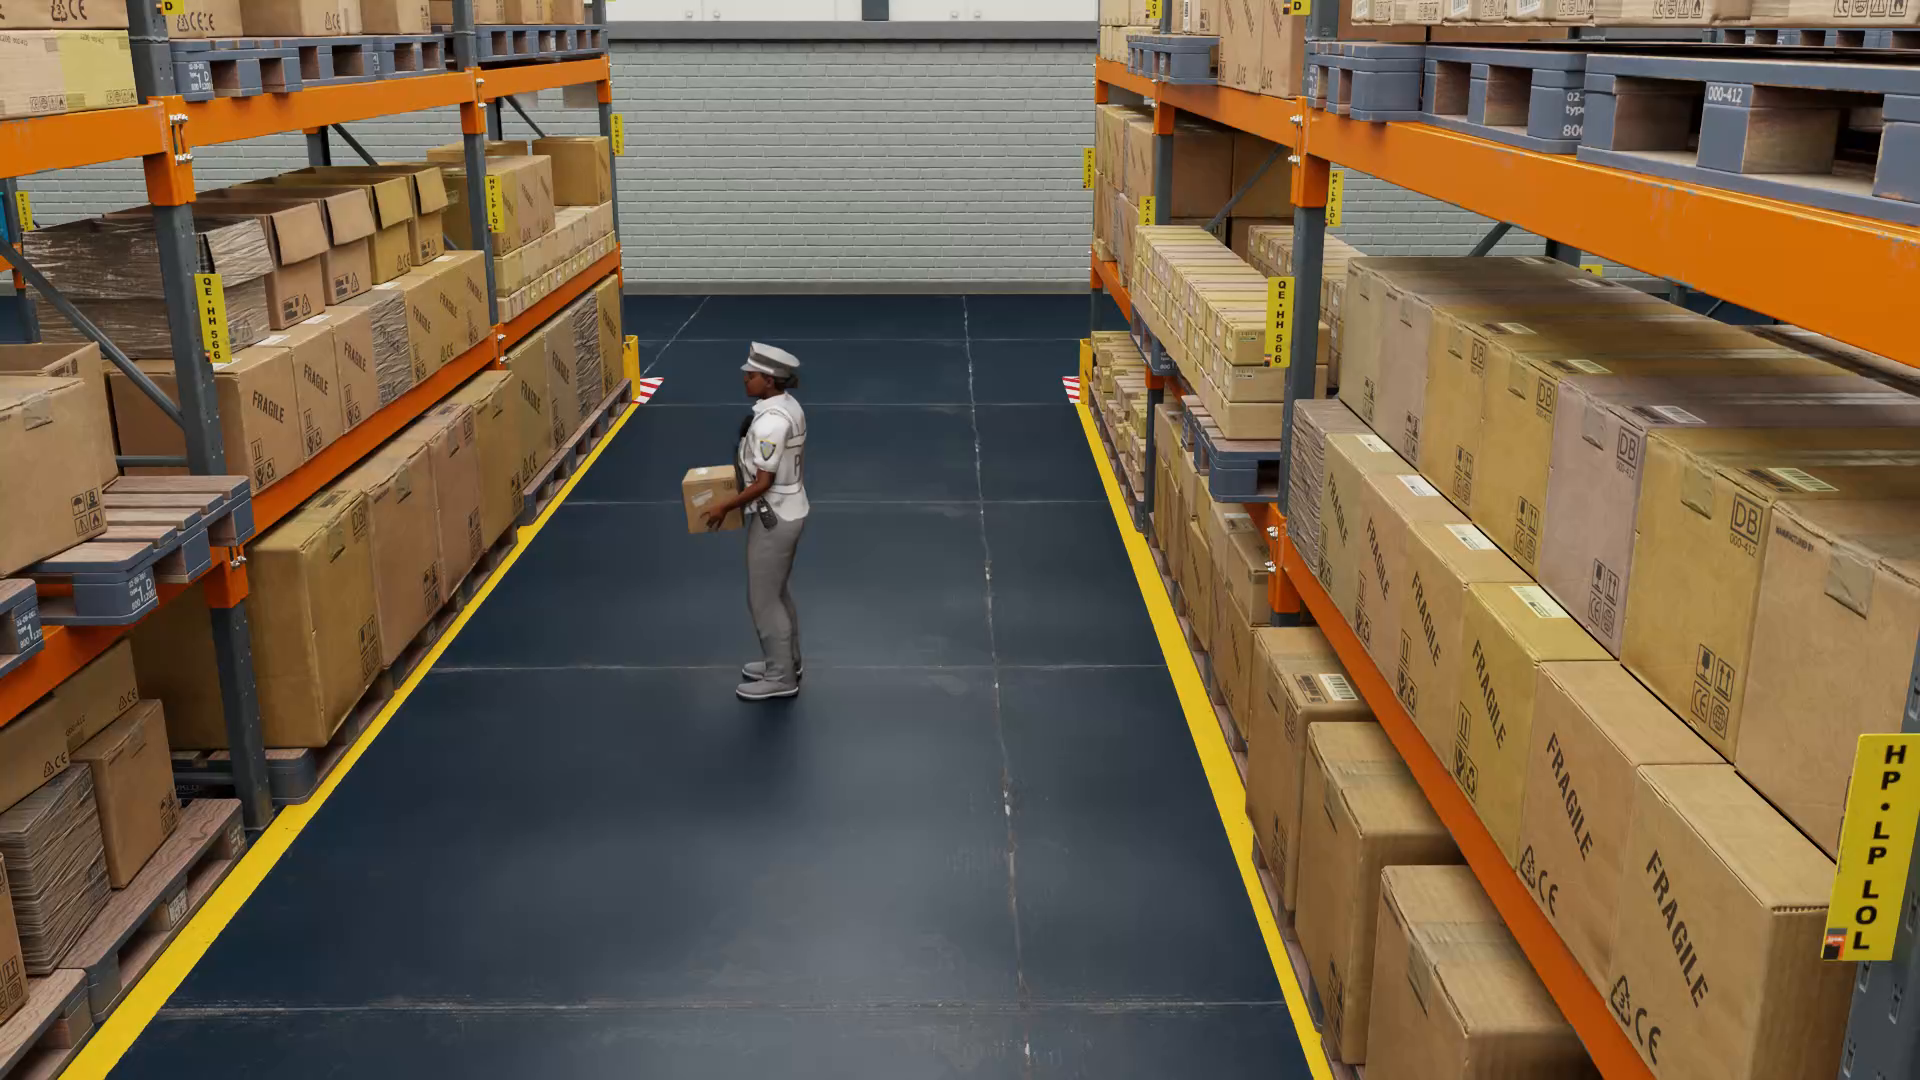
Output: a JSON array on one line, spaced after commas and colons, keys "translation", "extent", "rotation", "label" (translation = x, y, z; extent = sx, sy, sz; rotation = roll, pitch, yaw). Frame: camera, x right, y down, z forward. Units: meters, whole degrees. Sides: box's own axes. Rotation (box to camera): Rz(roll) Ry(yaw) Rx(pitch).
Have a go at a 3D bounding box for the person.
[{"translation": [-0.957, -0.098, 7.806], "extent": [0.497, 1.692, 0.470], "rotation": [0, 17, -1], "label": "person"}]
